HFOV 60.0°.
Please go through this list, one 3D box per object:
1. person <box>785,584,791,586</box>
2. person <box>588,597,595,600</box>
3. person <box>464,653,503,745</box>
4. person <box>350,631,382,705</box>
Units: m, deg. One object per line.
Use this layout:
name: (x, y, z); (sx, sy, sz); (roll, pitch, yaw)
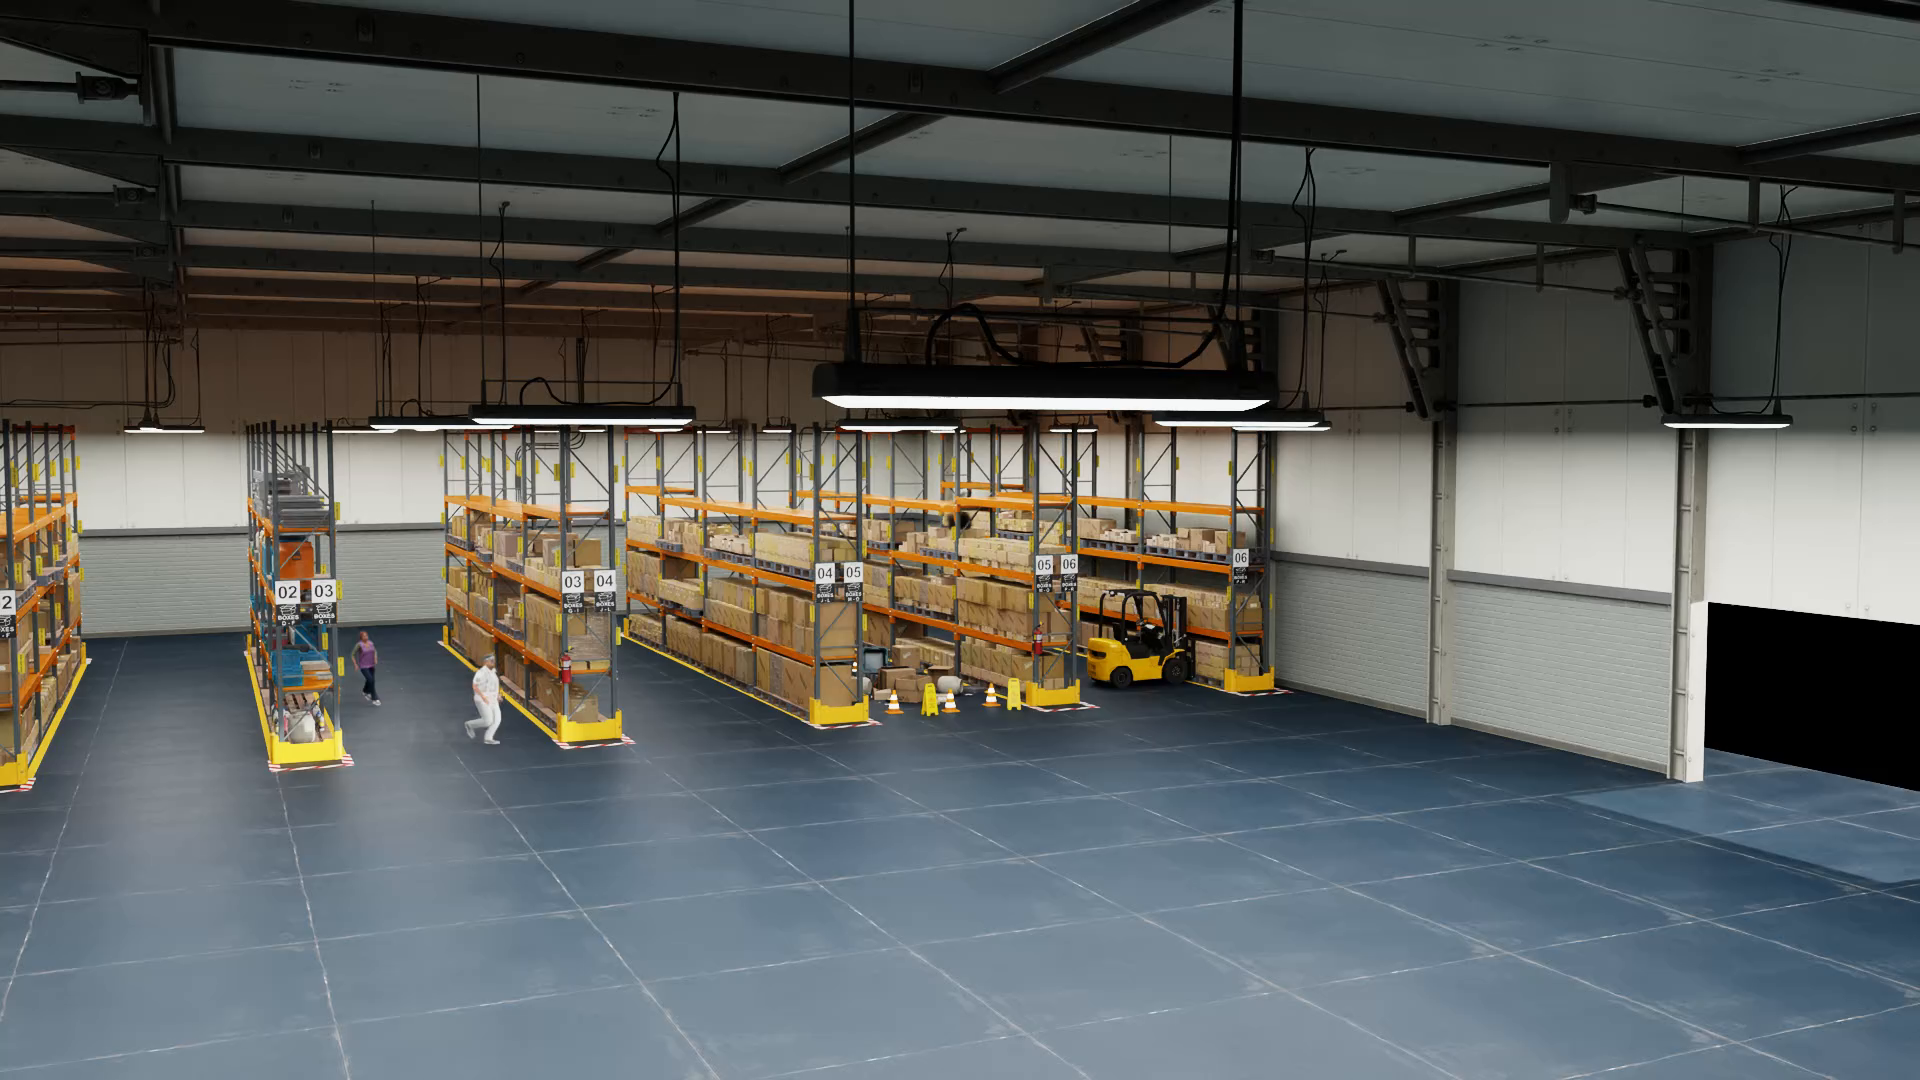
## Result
person: (-4.498, 2.051, 45.414); (0.922, 1.657, 0.667); (2, 4, 32)
person: (-10.200, 2.028, 46.004); (0.593, 1.696, 0.683); (-1, 4, -12)
person: (-8.839, 2.939, 30.863); (0.665, 1.718, 0.649); (1, 4, 21)
person: (-12.610, 2.701, 35.301); (0.833, 1.580, 0.593); (2, 4, 35)
